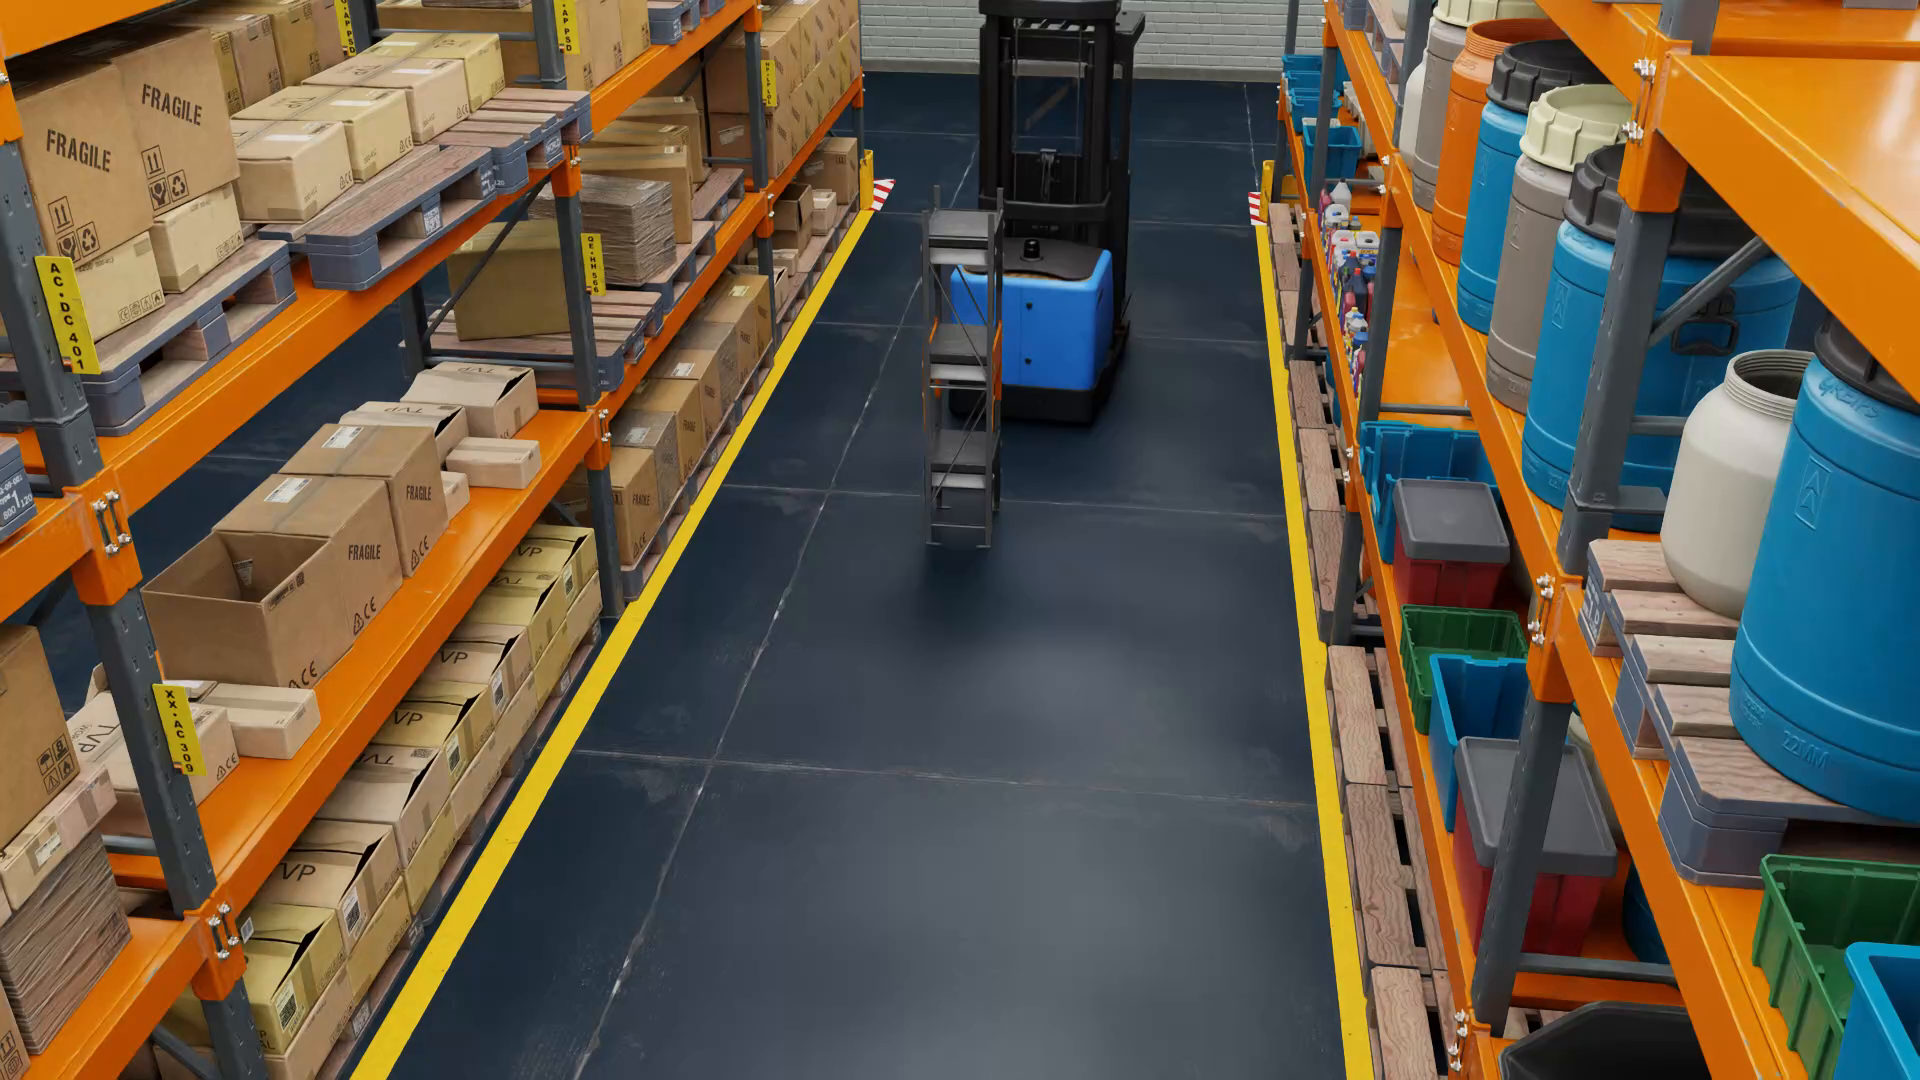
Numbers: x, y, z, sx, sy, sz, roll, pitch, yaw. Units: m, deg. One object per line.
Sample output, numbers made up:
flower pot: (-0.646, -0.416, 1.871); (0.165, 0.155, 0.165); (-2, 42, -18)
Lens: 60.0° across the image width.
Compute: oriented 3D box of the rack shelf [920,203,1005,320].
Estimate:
rack shelf: (0.020, -1.607, 9.571); (0.431, 0.518, 0.480); (3, 28, 6)

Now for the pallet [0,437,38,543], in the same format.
pallet: (-2.986, 0.081, 3.867); (1.003, 0.211, 1.213); (3, 28, 6)

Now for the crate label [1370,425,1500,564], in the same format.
crate label: (2.109, -0.197, 7.416); (0.502, 0.435, 0.616); (3, 28, 6)

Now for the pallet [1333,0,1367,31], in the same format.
pallet: (2.990, -3.379, 10.396); (1.213, 0.211, 1.003); (3, 28, 6)

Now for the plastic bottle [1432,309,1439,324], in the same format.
plastic bottle: (2.899, -1.470, 9.867); (0.144, 0.351, 0.185); (3, 28, 6)

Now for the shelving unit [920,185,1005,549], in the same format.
shelving unit: (0.020, -1.002, 9.897); (0.431, 2.100, 0.503); (3, 28, 6)

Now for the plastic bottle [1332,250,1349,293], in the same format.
plastic bottle: (2.371, -1.666, 10.315); (0.097, 0.271, 0.097); (0, 28, 0)

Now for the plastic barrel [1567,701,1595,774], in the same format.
plastic barrel: (2.323, 0.696, 5.941); (0.301, 0.262, 0.301); (0, 28, 0)

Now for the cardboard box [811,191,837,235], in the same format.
cardboard box: (-1.405, -2.956, 15.010); (0.500, 0.250, 0.500); (3, 28, 6)

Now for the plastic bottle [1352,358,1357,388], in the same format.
plastic bottle: (2.185, -0.923, 9.010); (0.097, 0.201, 0.097); (0, 28, 0)

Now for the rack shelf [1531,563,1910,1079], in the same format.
rack shelf: (1.764, 1.187, 2.480); (1.077, 0.370, 4.000); (3, 28, 6)

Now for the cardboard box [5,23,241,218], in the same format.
cardboard box: (-2.745, -1.367, 5.387); (0.500, 0.500, 0.500); (6, 29, 11)

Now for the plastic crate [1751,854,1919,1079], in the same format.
plastic crate: (1.545, 0.749, 2.757); (0.336, 0.188, 0.450); (3, 28, 6)

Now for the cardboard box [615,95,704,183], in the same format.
cardboard box: (-2.207, -2.825, 11.782); (0.700, 0.500, 0.500); (-6, 29, -11)

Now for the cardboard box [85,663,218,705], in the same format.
cardboard box: (-2.981, 0.595, 6.125); (0.396, 0.266, 0.258); (3, 28, 5)

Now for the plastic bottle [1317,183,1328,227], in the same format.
plastic bottle: (2.521, -2.317, 11.511); (0.061, 0.283, 0.133); (3, 28, 6)

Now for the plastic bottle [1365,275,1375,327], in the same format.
plastic bottle: (2.431, -1.414, 9.835); (0.061, 0.283, 0.133); (3, 28, 6)

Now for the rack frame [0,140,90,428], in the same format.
rack frame: (-2.907, -1.681, 3.883); (1.000, 3.000, 0.127); (3, 28, 6)

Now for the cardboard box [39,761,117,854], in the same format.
cardboard box: (-2.728, 0.771, 4.867); (0.380, 0.149, 0.250); (3, 28, 6)

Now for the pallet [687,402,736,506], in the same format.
pallet: (-2.136, -0.617, 11.173); (1.003, 0.211, 1.213); (3, 28, 6)

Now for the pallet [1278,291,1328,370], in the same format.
pallet: (3.040, -1.637, 13.066); (1.003, 0.211, 1.213); (3, 28, 6)

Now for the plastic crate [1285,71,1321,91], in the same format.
plastic crate: (3.041, -3.945, 14.523); (0.416, 0.233, 0.300); (3, 28, 6)

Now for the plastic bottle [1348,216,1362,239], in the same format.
plastic bottle: (2.635, -2.062, 11.125); (0.097, 0.201, 0.097); (0, 28, 0)

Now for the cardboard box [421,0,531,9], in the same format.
cardboard box: (-2.357, -2.933, 8.209); (0.500, 0.500, 0.500); (3, 28, 6)

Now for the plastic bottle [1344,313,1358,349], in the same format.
plastic bottle: (2.257, -1.198, 9.520); (0.097, 0.201, 0.097); (0, 28, 0)

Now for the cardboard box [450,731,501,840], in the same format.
cardboard box: (-2.424, 1.086, 7.527); (0.500, 0.250, 0.500); (4, 29, 7)

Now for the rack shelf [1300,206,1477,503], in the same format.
rack shelf: (2.744, -1.258, 10.181); (1.077, 0.370, 4.000); (3, 28, 6)

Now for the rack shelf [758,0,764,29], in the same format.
rack shelf: (-1.682, -4.751, 13.502); (1.077, 0.370, 4.000); (3, 28, 6)

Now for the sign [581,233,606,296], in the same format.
sign: (-1.866, -1.402, 8.469); (0.100, 0.325, 0.005); (3, 28, 6)

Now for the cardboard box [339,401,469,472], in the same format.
cardboard box: (-2.719, -0.474, 8.061); (0.500, 0.311, 0.500); (3, 28, 6)

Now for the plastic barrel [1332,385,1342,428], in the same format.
plastic barrel: (2.819, -1.189, 11.064); (0.600, 0.901, 0.708); (3, 28, 6)

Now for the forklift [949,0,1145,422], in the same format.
forklift: (0.732, -2.793, 12.343); (1.130, 2.935, 3.031); (6, 29, 11)

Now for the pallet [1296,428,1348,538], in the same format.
pallet: (2.706, -0.352, 10.681); (1.003, 0.211, 1.213); (3, 28, 6)

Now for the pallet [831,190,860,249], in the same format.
pallet: (-1.543, -3.050, 15.689); (1.003, 0.211, 1.213); (3, 28, 6)

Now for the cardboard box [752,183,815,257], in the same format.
cardboard box: (-1.702, -2.785, 14.425); (0.797, 0.503, 0.637); (3, 28, 6)

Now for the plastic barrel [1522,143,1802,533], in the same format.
plastic barrel: (1.856, -0.544, 4.405); (0.600, 0.901, 0.708); (3, 28, 6)

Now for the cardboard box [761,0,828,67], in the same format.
cardboard box: (-1.401, -4.223, 13.767); (0.500, 0.500, 0.500); (4, 29, 8)

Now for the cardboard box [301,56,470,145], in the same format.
cardboard box: (-2.463, -1.898, 7.163); (0.500, 0.250, 0.500); (4, 29, 8)

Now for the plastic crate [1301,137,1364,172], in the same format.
plastic crate: (2.859, -2.964, 12.816); (0.437, 0.125, 0.590); (3, 28, 6)

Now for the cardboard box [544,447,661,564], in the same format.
cardboard box: (-2.077, -0.214, 9.656); (0.500, 0.500, 0.500); (5, 29, 8)

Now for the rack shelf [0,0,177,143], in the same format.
rack shelf: (-2.662, -2.130, 5.896); (1.077, 0.370, 4.000); (3, 28, 6)

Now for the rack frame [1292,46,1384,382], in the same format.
rack frame: (2.989, -2.516, 11.758); (1.000, 3.000, 0.127); (3, 28, 6)

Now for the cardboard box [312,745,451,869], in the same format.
cardboard box: (-2.480, 1.080, 6.948); (0.500, 0.311, 0.500); (2, 28, 5)

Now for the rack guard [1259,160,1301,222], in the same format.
rack guard: (3.469, -3.311, 15.868); (1.175, 0.500, 0.348); (3, 28, 6)

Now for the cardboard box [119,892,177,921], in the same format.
cardboard box: (-3.142, 1.531, 6.110); (0.500, 0.311, 0.500); (3, 28, 6)

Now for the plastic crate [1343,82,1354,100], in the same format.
plastic crate: (3.559, -3.915, 14.569); (0.396, 0.136, 0.243); (3, 28, 6)

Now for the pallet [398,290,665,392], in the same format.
pallet: (-2.403, -1.162, 9.446); (1.213, 0.211, 1.003); (3, 28, 6)

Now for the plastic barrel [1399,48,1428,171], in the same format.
plastic barrel: (2.157, -1.875, 7.287); (0.421, 0.512, 0.421); (0, 28, 0)

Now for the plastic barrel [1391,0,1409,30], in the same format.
plastic barrel: (2.566, -3.042, 8.985); (0.433, 0.535, 0.433); (0, 28, 0)

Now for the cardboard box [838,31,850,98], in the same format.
cardboard box: (-1.281, -4.262, 14.892); (0.500, 0.500, 0.500); (4, 29, 7)

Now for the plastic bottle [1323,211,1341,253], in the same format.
plastic bottle: (2.468, -2.039, 11.007); (0.097, 0.271, 0.097); (0, 28, 0)

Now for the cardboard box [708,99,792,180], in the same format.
cardboard box: (-1.594, -3.074, 12.688); (0.500, 0.500, 0.500); (4, 29, 8)

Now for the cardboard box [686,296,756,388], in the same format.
cardboard box: (-1.772, -1.418, 11.891); (0.500, 0.500, 0.500); (3, 29, 6)
